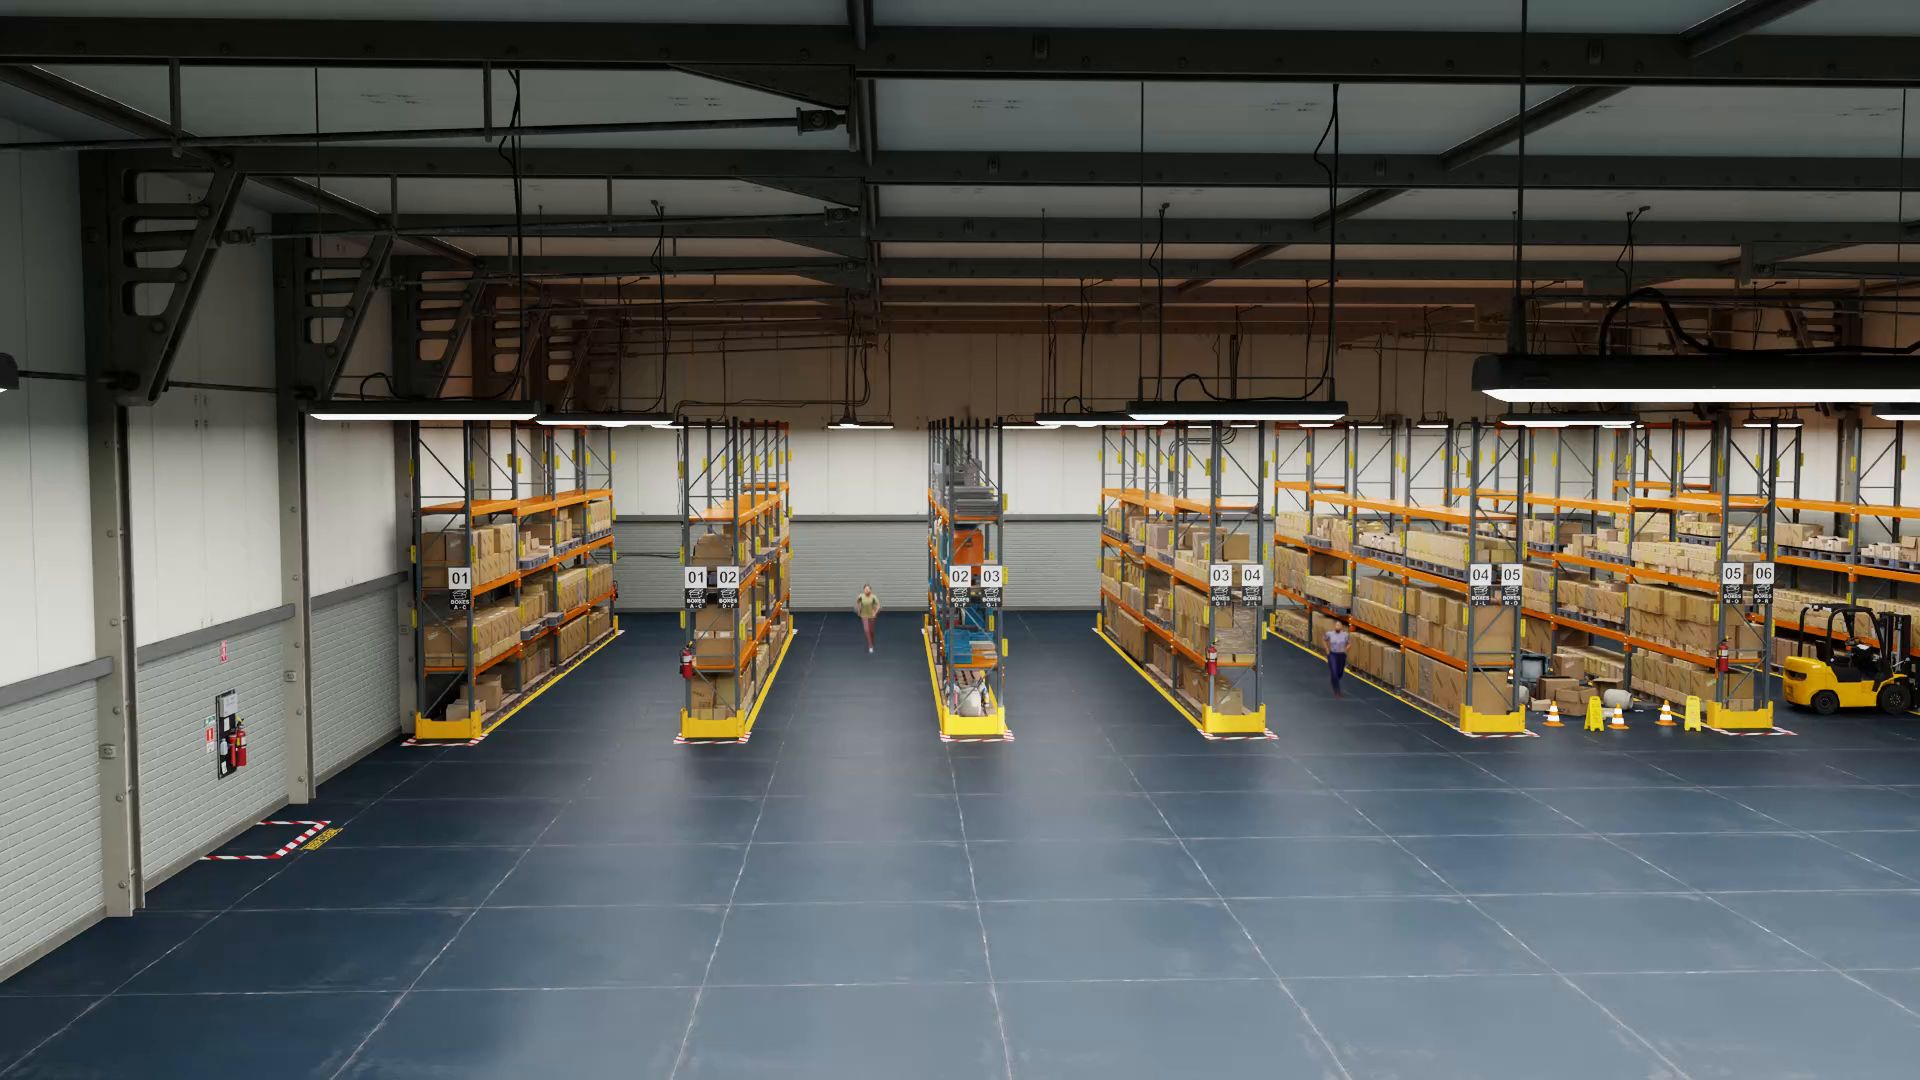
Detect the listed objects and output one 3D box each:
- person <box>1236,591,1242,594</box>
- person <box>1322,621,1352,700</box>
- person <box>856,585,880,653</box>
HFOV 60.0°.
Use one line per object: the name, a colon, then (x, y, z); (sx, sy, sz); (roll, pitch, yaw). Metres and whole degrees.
person: (7.763, 1.864, 46.909); (0.693, 1.610, 0.573); (0, 4, 4)
person: (8.184, 2.568, 36.034); (0.574, 1.663, 1.092); (0, 4, -5)
person: (-2.283, 1.930, 41.248); (0.604, 1.658, 0.716); (0, 4, -1)
